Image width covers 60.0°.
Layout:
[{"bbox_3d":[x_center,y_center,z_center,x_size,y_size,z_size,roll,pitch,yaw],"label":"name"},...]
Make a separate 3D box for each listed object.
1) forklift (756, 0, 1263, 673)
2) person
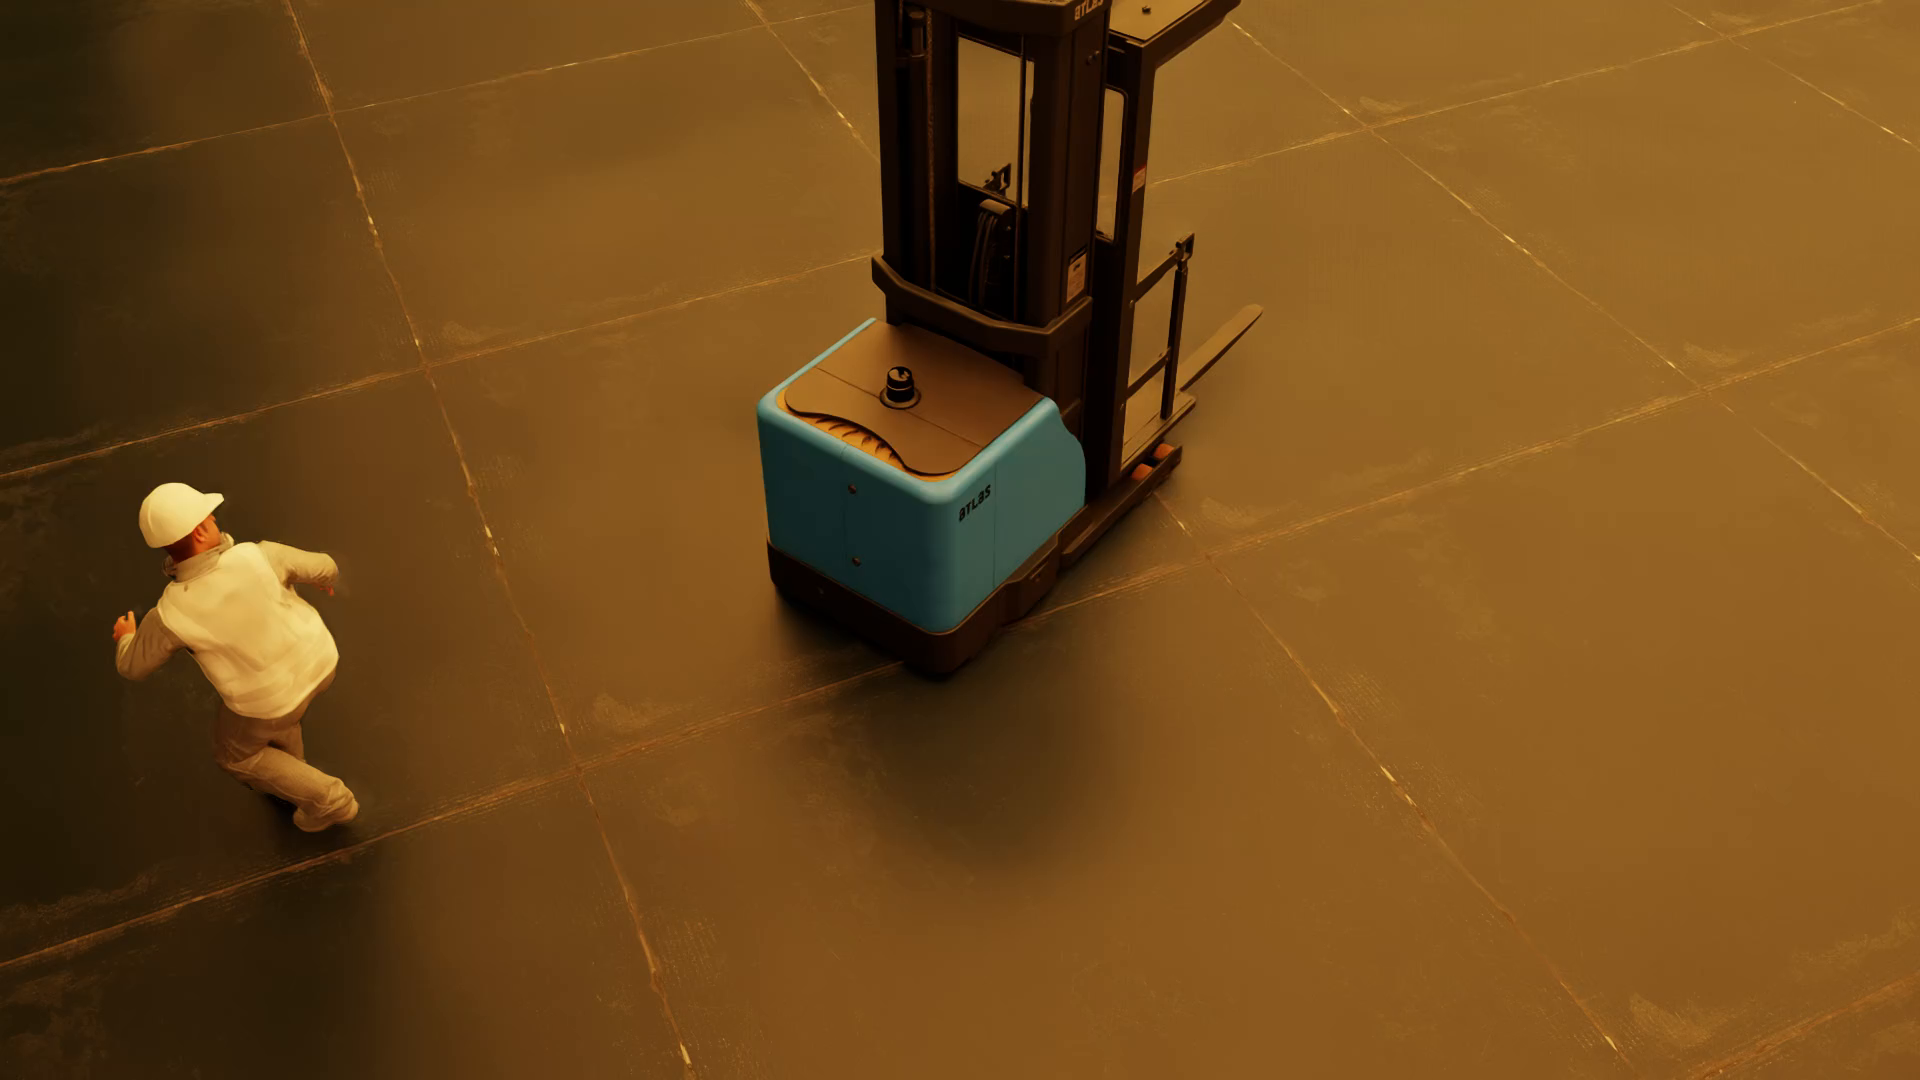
[{"bbox_3d":[0.430,-1.458,7.242,1.130,2.935,3.031,27,50,26],"label":"forklift"},{"bbox_3d":[-2.667,0.402,6.188,0.782,1.652,0.835,22,47,22],"label":"person"}]
